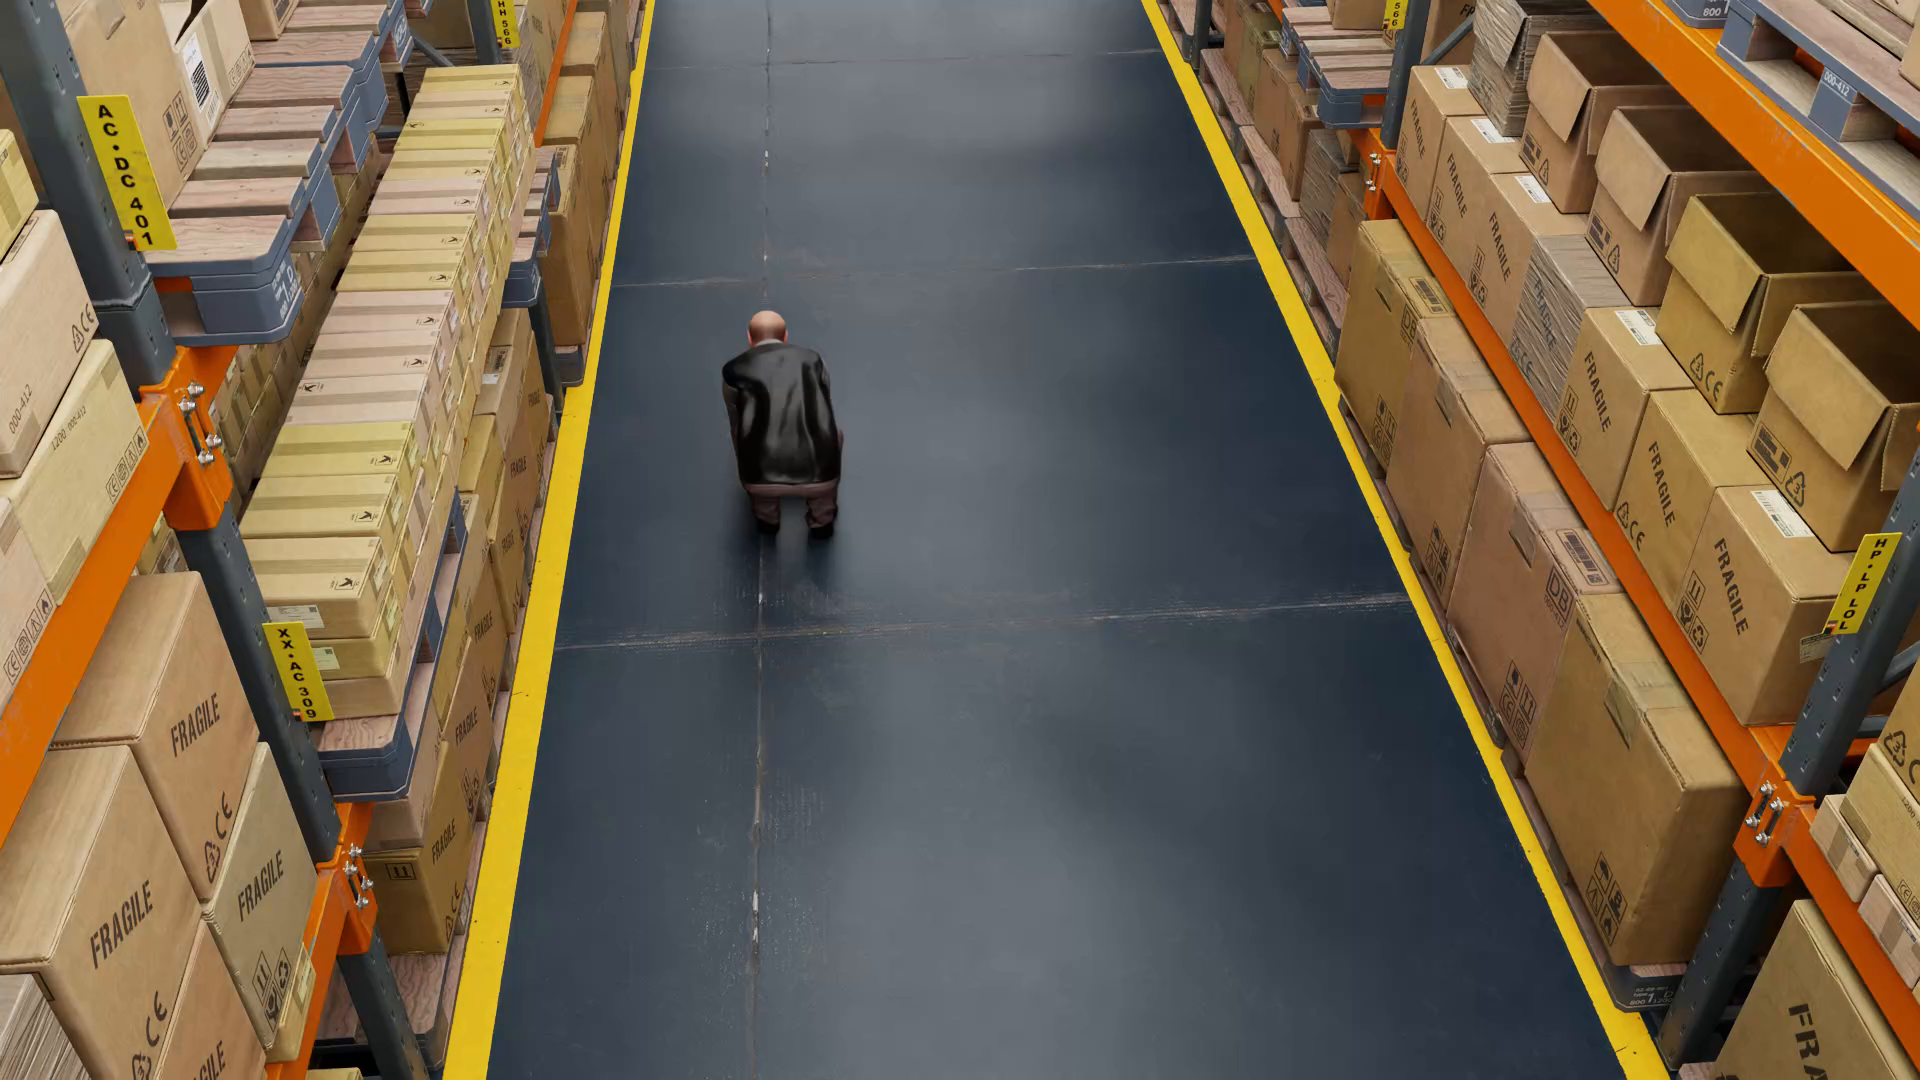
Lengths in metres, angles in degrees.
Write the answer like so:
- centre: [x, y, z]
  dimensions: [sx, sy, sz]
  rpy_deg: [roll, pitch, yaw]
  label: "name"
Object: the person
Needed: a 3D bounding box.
- centre: [-0.791, -0.486, 7.499]
  dimensions: [0.531, 0.832, 0.875]
  rpy_deg: [-3, 39, -4]
  label: "person"
